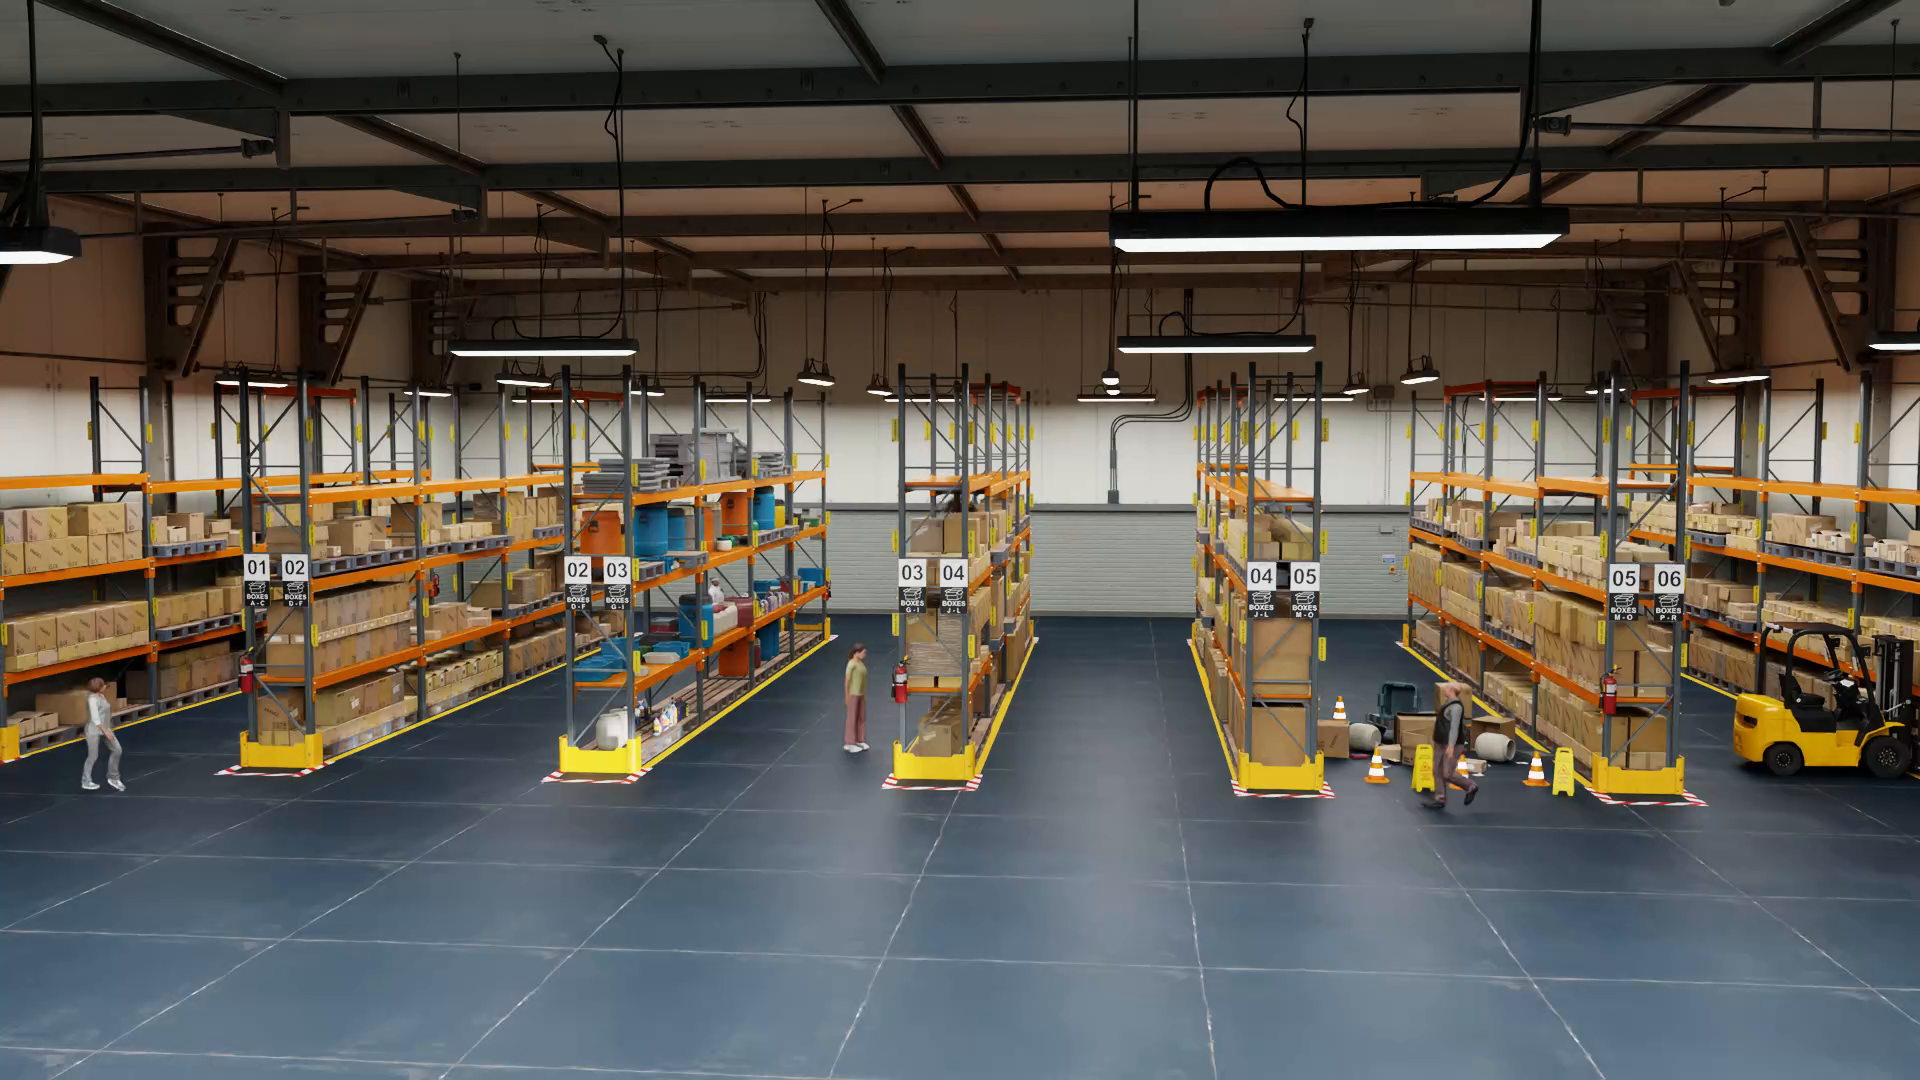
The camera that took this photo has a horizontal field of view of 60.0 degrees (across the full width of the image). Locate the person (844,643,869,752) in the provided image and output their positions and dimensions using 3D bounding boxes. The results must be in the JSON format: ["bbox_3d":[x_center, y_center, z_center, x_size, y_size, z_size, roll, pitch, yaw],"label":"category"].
[{"bbox_3d":[-1.637,2.474,26.297,0.370,1.681,0.553,1,4,19],"label":"person"}]

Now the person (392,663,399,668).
[{"bbox_3d":[-12.033,1.925,35.276,0.464,1.612,0.584,0,4,3],"label":"person"}]

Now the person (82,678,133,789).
[{"bbox_3d":[-11.972,2.709,23.194,0.651,1.604,0.435,0,4,7],"label":"person"}]

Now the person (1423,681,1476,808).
[{"bbox_3d":[6.543,2.719,22.093,0.628,1.713,0.529,-1,4,-21],"label":"person"}]

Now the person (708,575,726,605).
[{"bbox_3d":[-5.658,1.671,38.858,0.499,1.709,0.479,2,4,22],"label":"person"}]
